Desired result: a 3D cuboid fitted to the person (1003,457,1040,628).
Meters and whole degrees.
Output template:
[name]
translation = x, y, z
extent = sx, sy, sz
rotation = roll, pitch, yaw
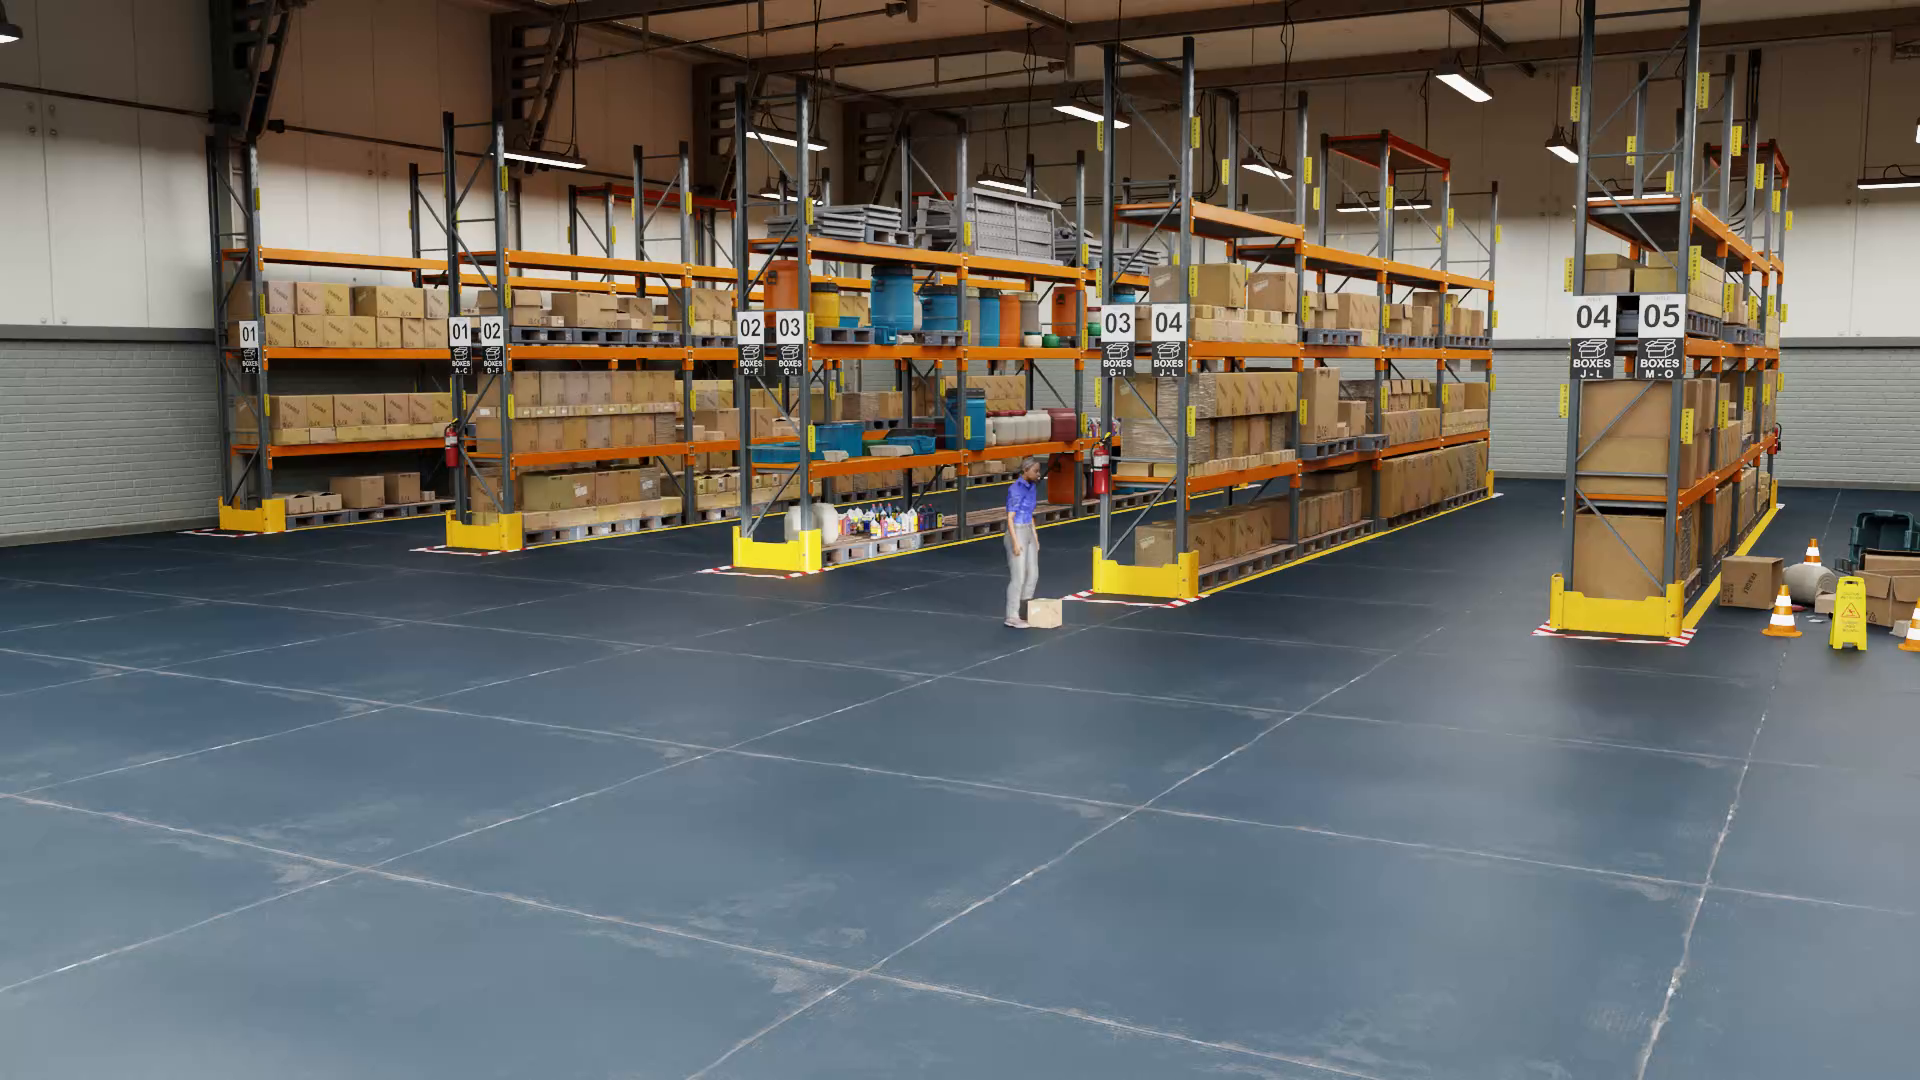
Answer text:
[person]
translation = 0.620, 0.008, 16.313
extent = 0.346, 1.655, 0.506
rotation = 3, 7, 29
